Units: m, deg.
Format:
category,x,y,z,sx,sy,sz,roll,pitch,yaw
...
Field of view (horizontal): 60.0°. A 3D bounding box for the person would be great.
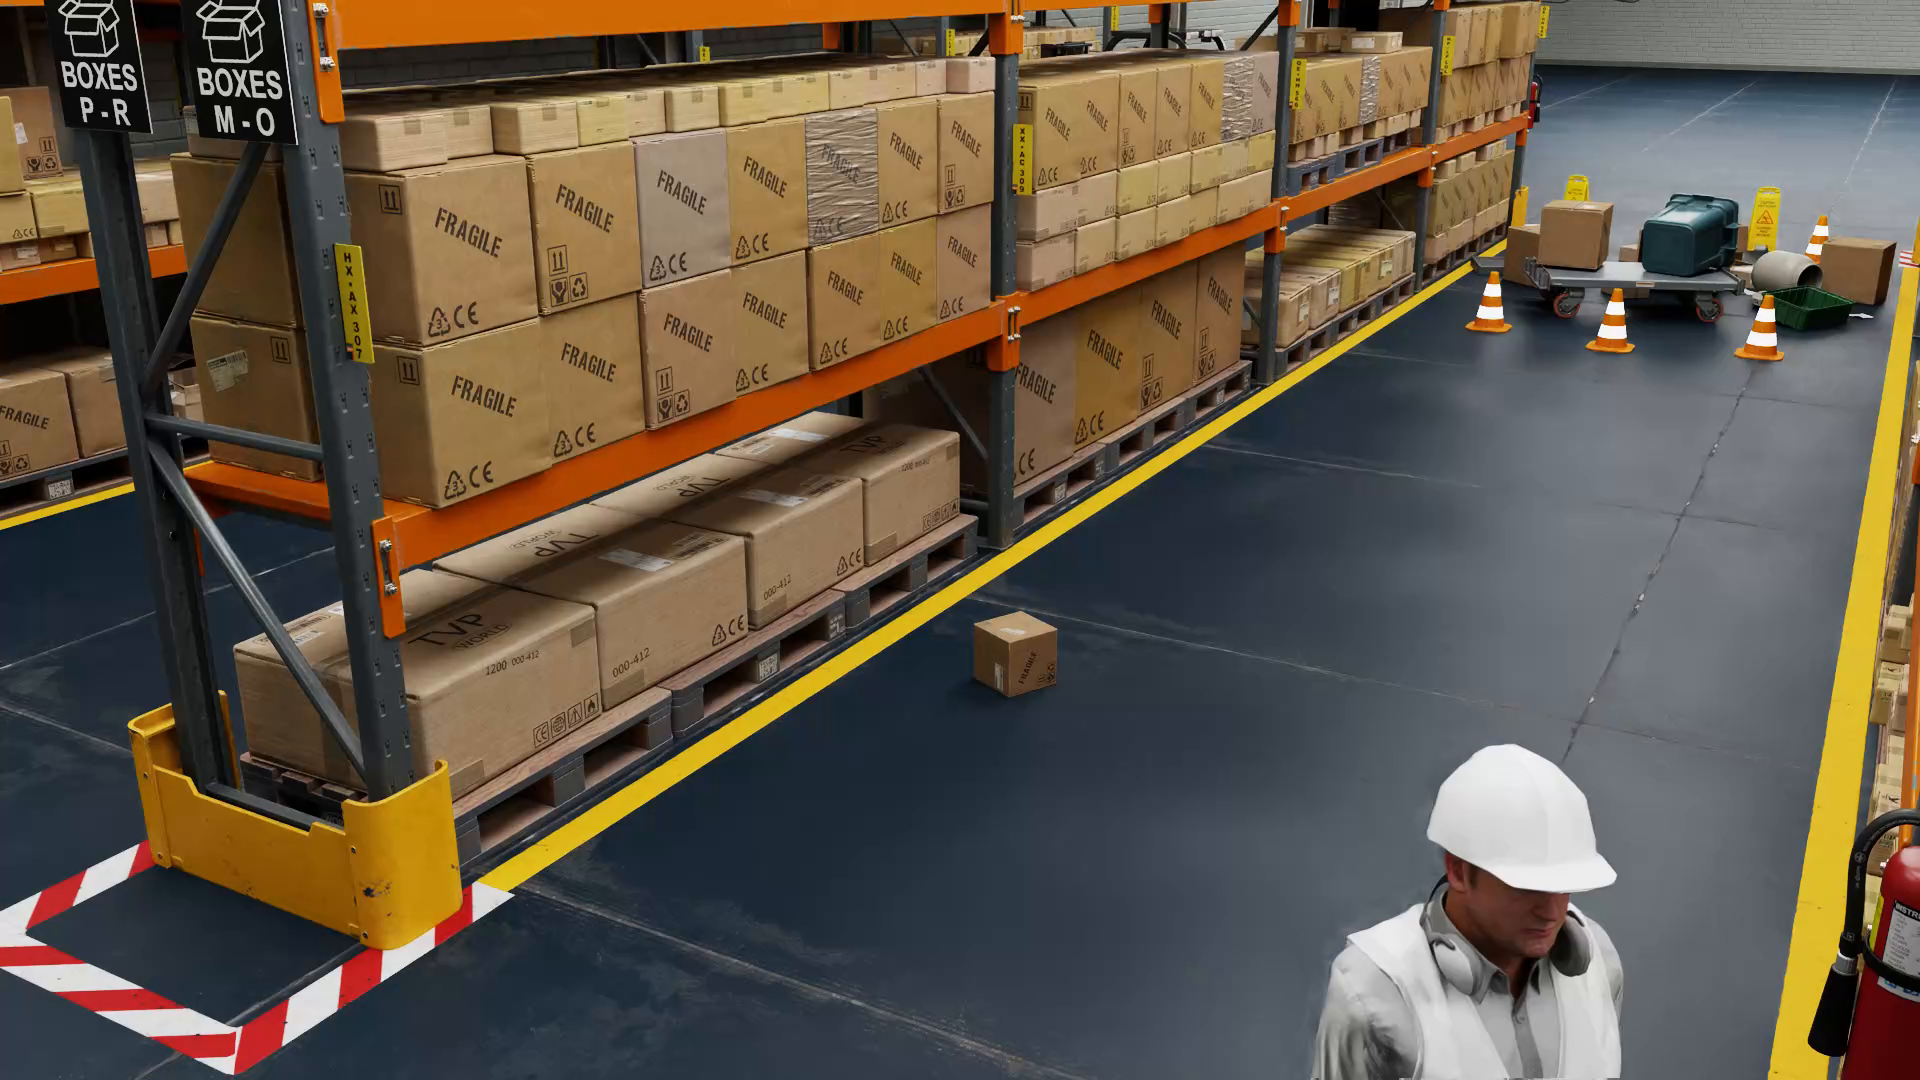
category,x,y,z,sx,sy,sz,roll,pitch,yaw
person,0.793,1.184,2.686,0.573,1.836,0.525,-2,19,-7
